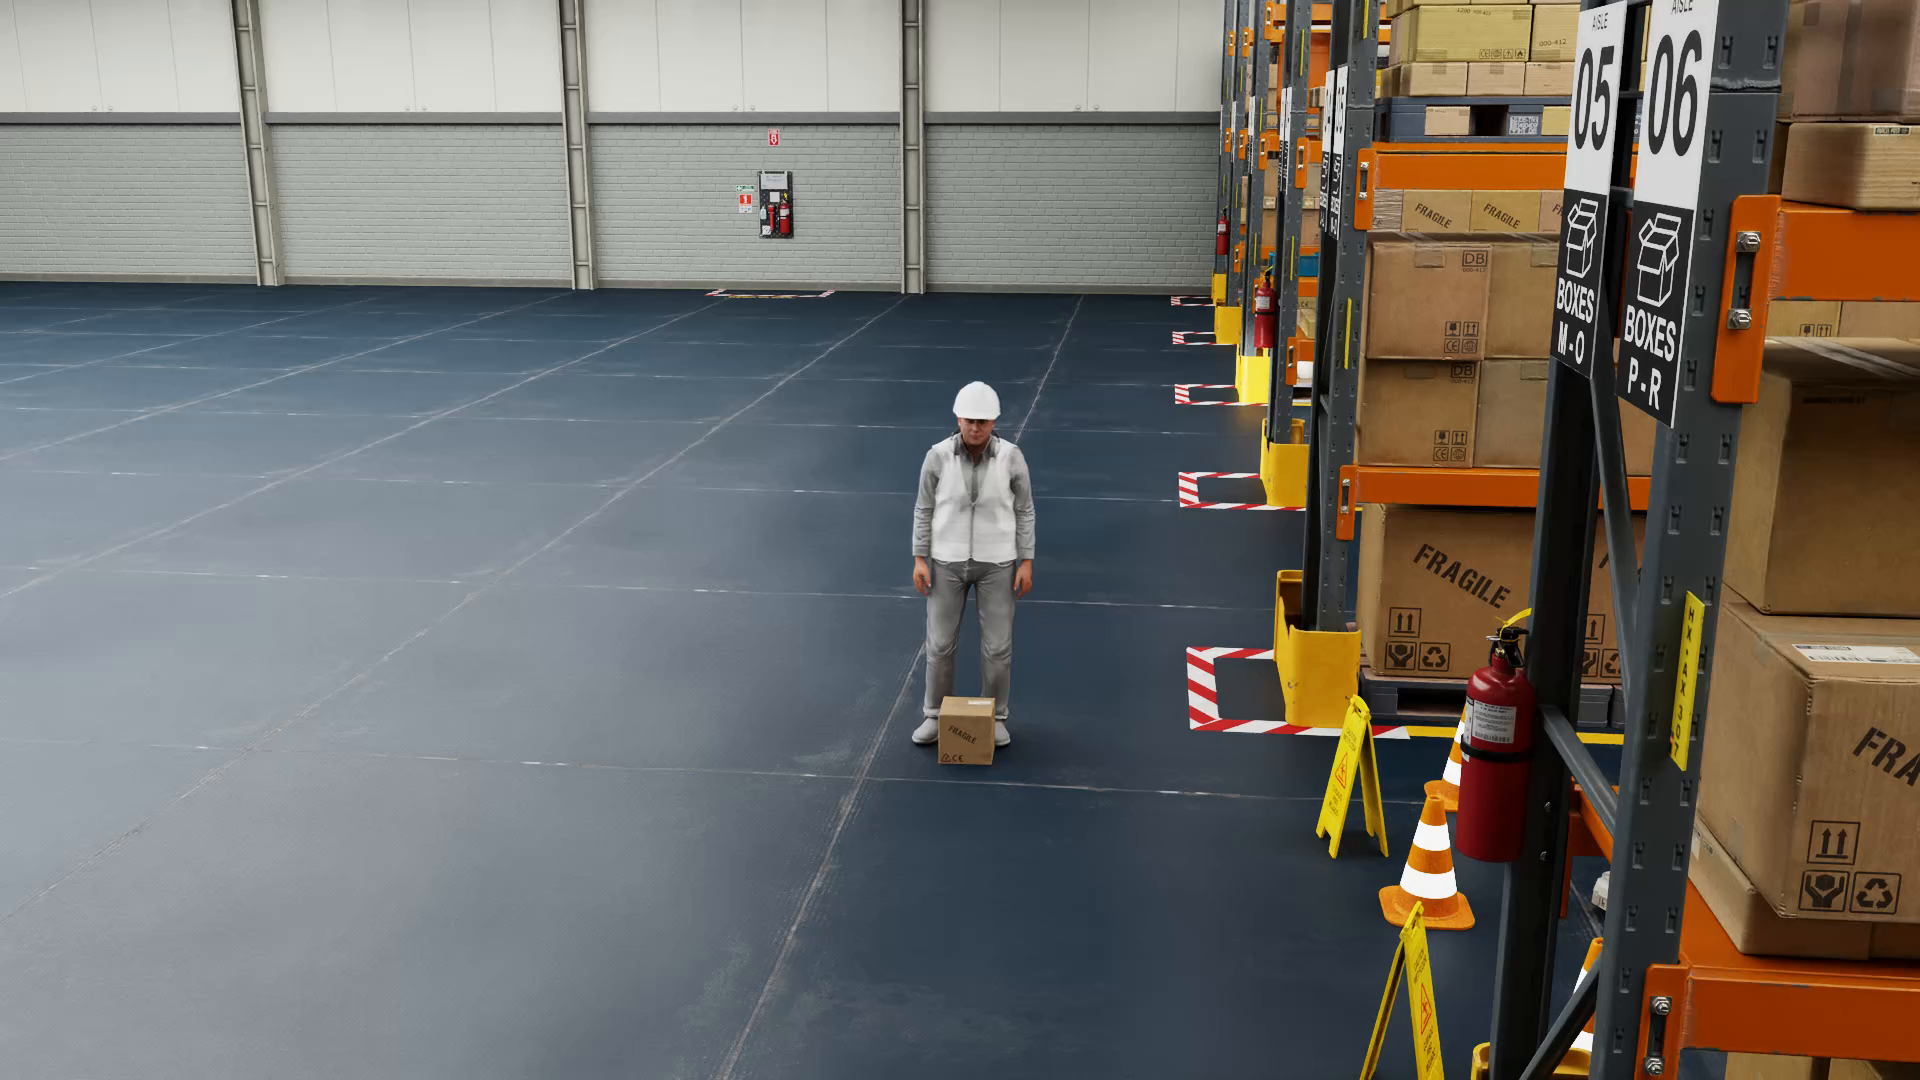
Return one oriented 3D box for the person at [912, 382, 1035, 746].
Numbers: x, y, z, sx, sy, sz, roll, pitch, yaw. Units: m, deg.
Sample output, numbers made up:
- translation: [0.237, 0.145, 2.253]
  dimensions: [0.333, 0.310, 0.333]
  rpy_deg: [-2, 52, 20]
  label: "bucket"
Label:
- translation: [0.065, 0.111, 8.009]
  dimensions: [0.591, 1.773, 0.458]
  rpy_deg: [1, 14, 4]
  label: "person"
